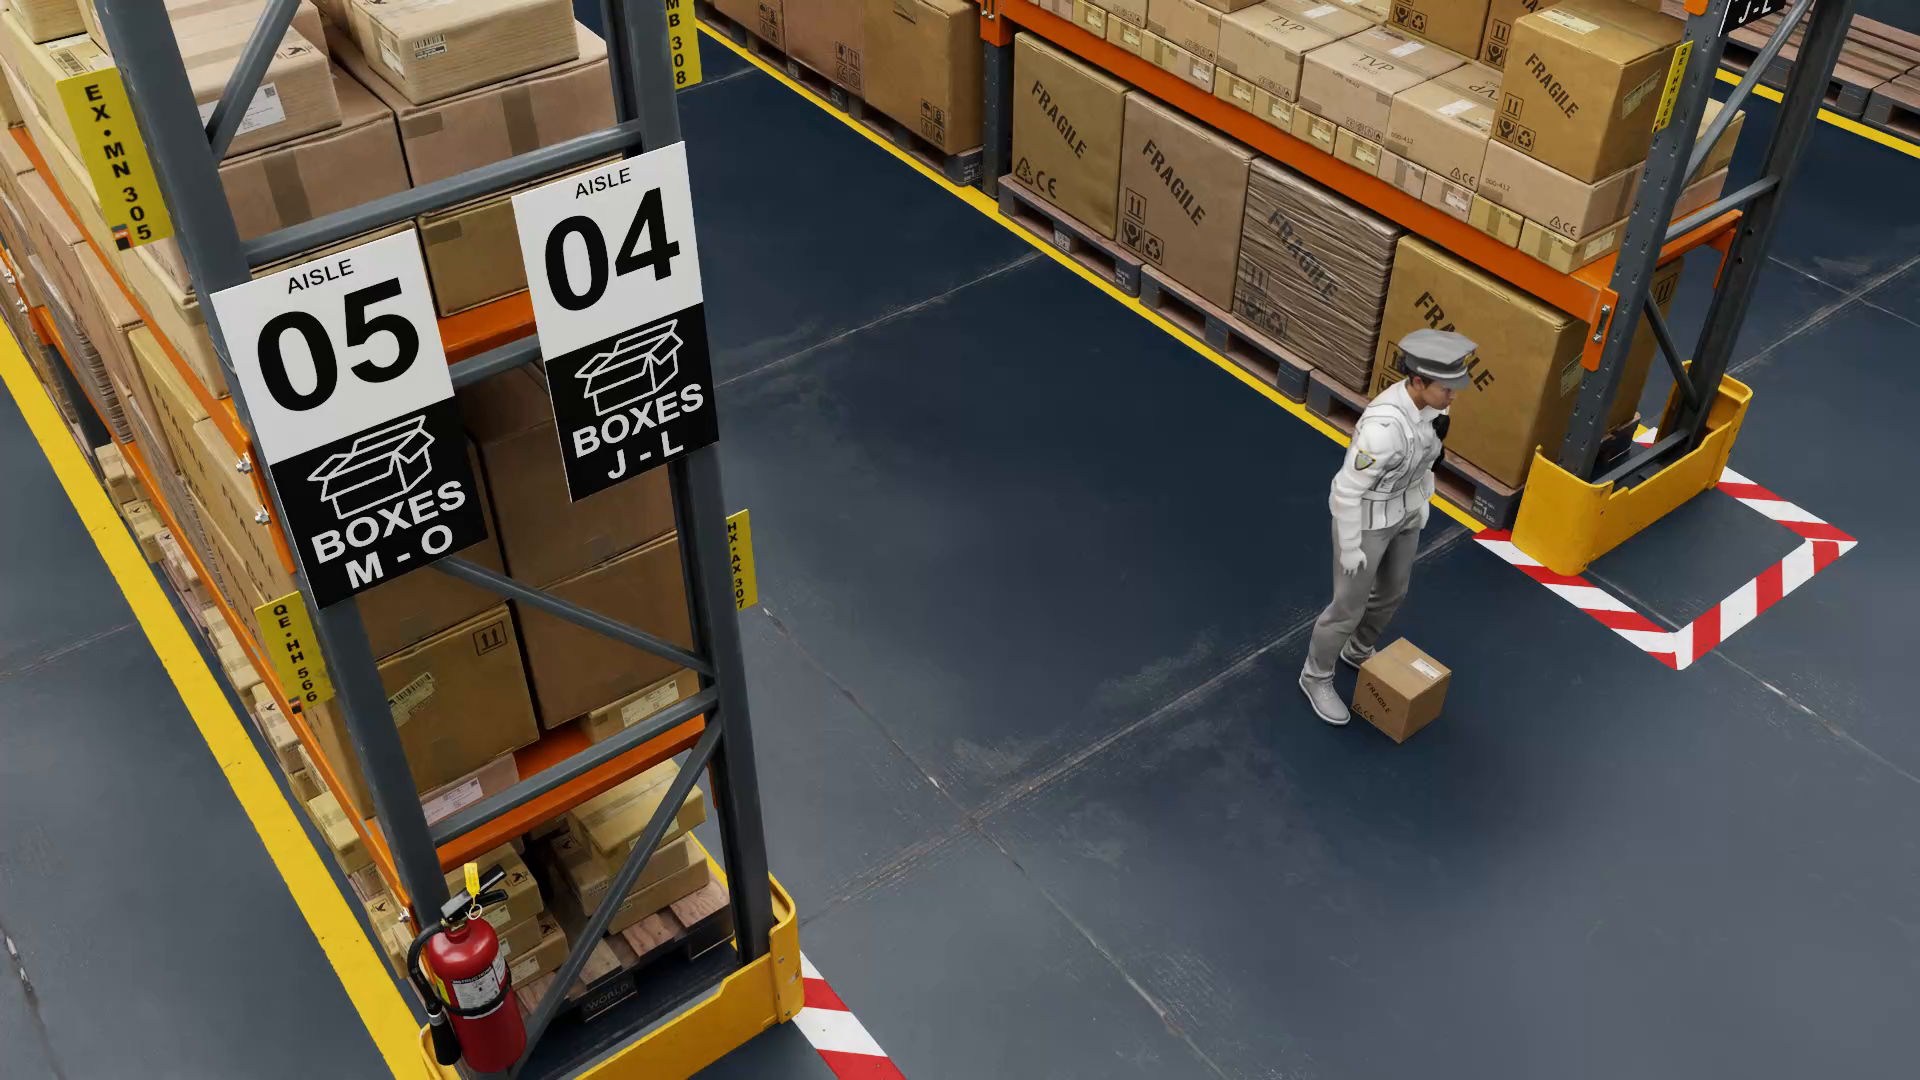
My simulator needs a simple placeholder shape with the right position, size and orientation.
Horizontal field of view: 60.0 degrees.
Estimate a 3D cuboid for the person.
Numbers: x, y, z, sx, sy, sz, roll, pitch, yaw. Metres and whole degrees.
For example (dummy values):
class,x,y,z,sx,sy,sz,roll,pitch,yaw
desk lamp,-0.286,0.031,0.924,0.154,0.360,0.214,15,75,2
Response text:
class,x,y,z,sx,sy,sz,roll,pitch,yaw
person,1.586,-0.070,6.237,0.543,1.662,0.376,-30,49,-30
